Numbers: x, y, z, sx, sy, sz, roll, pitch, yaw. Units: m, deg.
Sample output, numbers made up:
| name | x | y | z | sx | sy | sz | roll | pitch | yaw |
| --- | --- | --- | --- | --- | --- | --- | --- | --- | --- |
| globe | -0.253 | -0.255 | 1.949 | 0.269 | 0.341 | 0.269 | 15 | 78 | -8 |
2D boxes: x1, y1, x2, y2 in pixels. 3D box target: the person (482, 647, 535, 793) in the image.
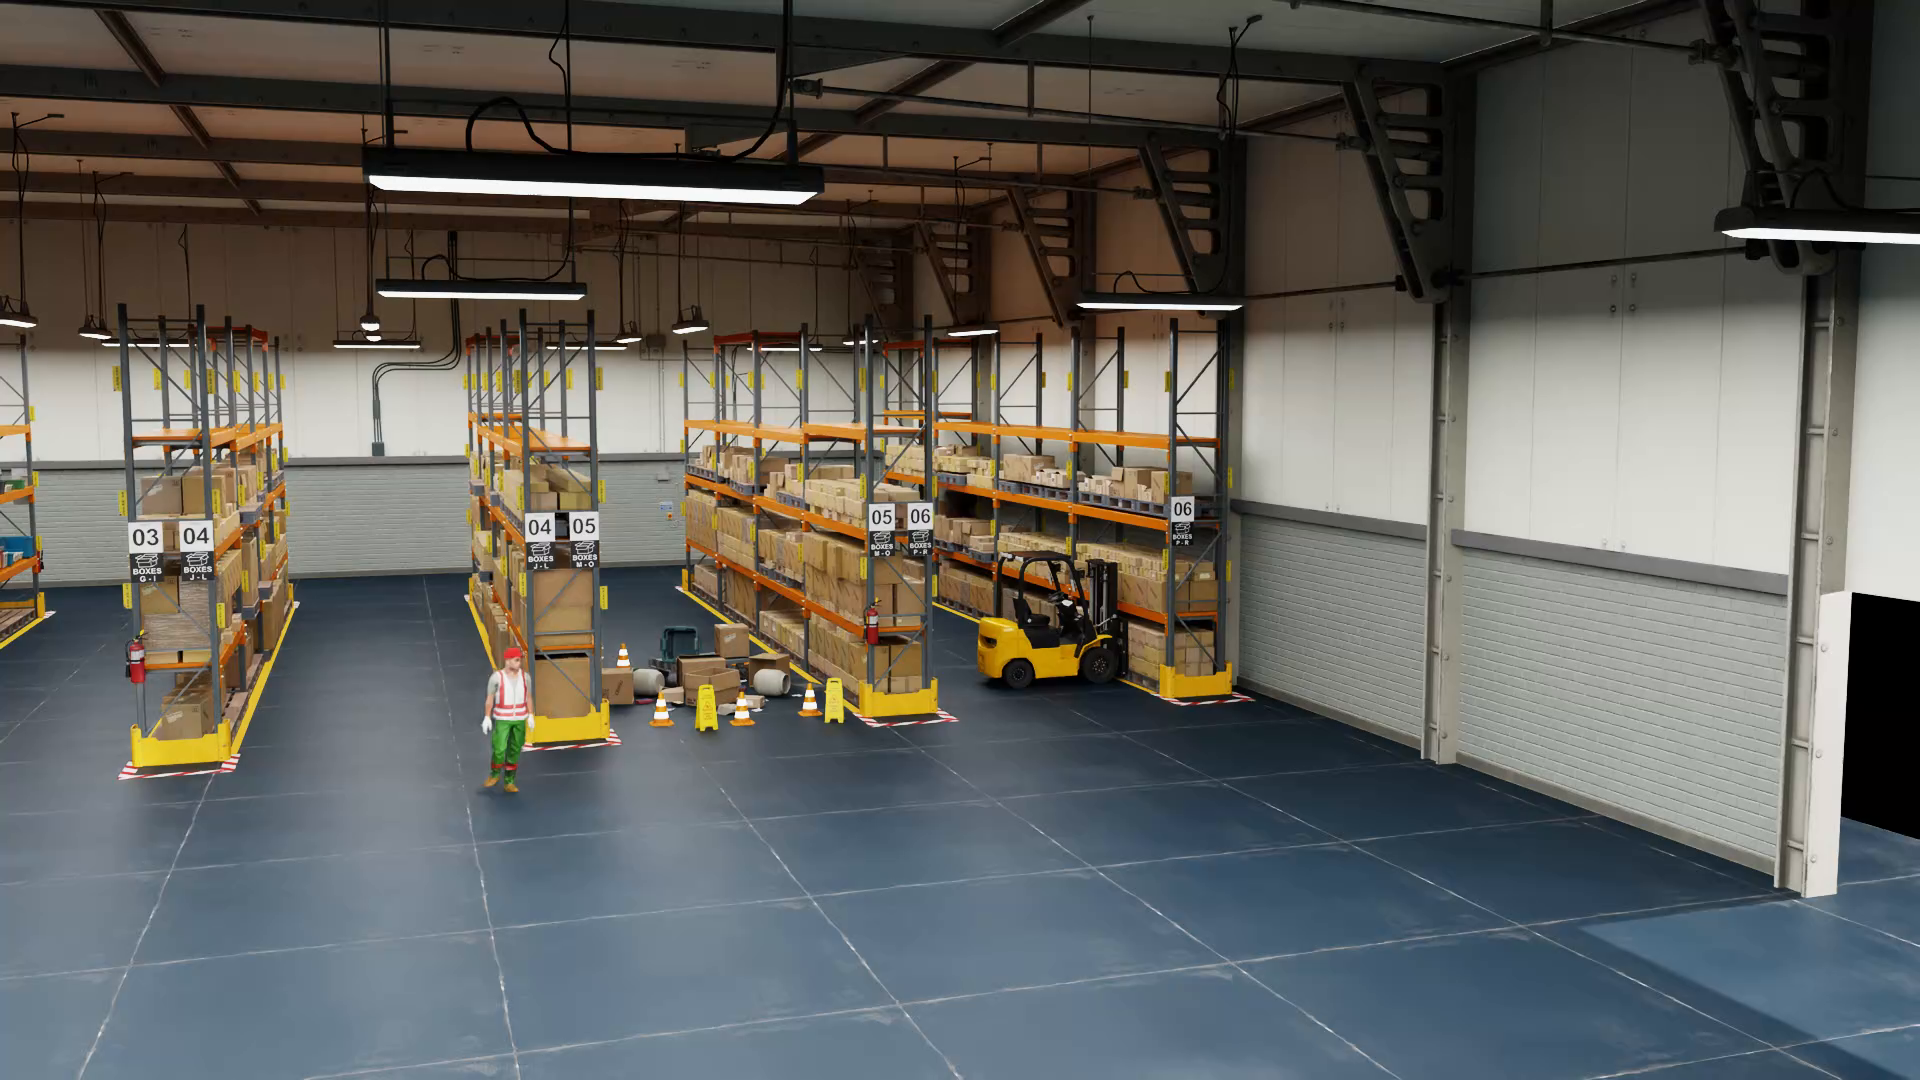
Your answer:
| name | x | y | z | sx | sy | sz | roll | pitch | yaw |
| --- | --- | --- | --- | --- | --- | --- | --- | --- | --- |
| person | -5.515 | 2.184 | 20.269 | 0.616 | 1.779 | 0.448 | -4 | 7 | -35 |
